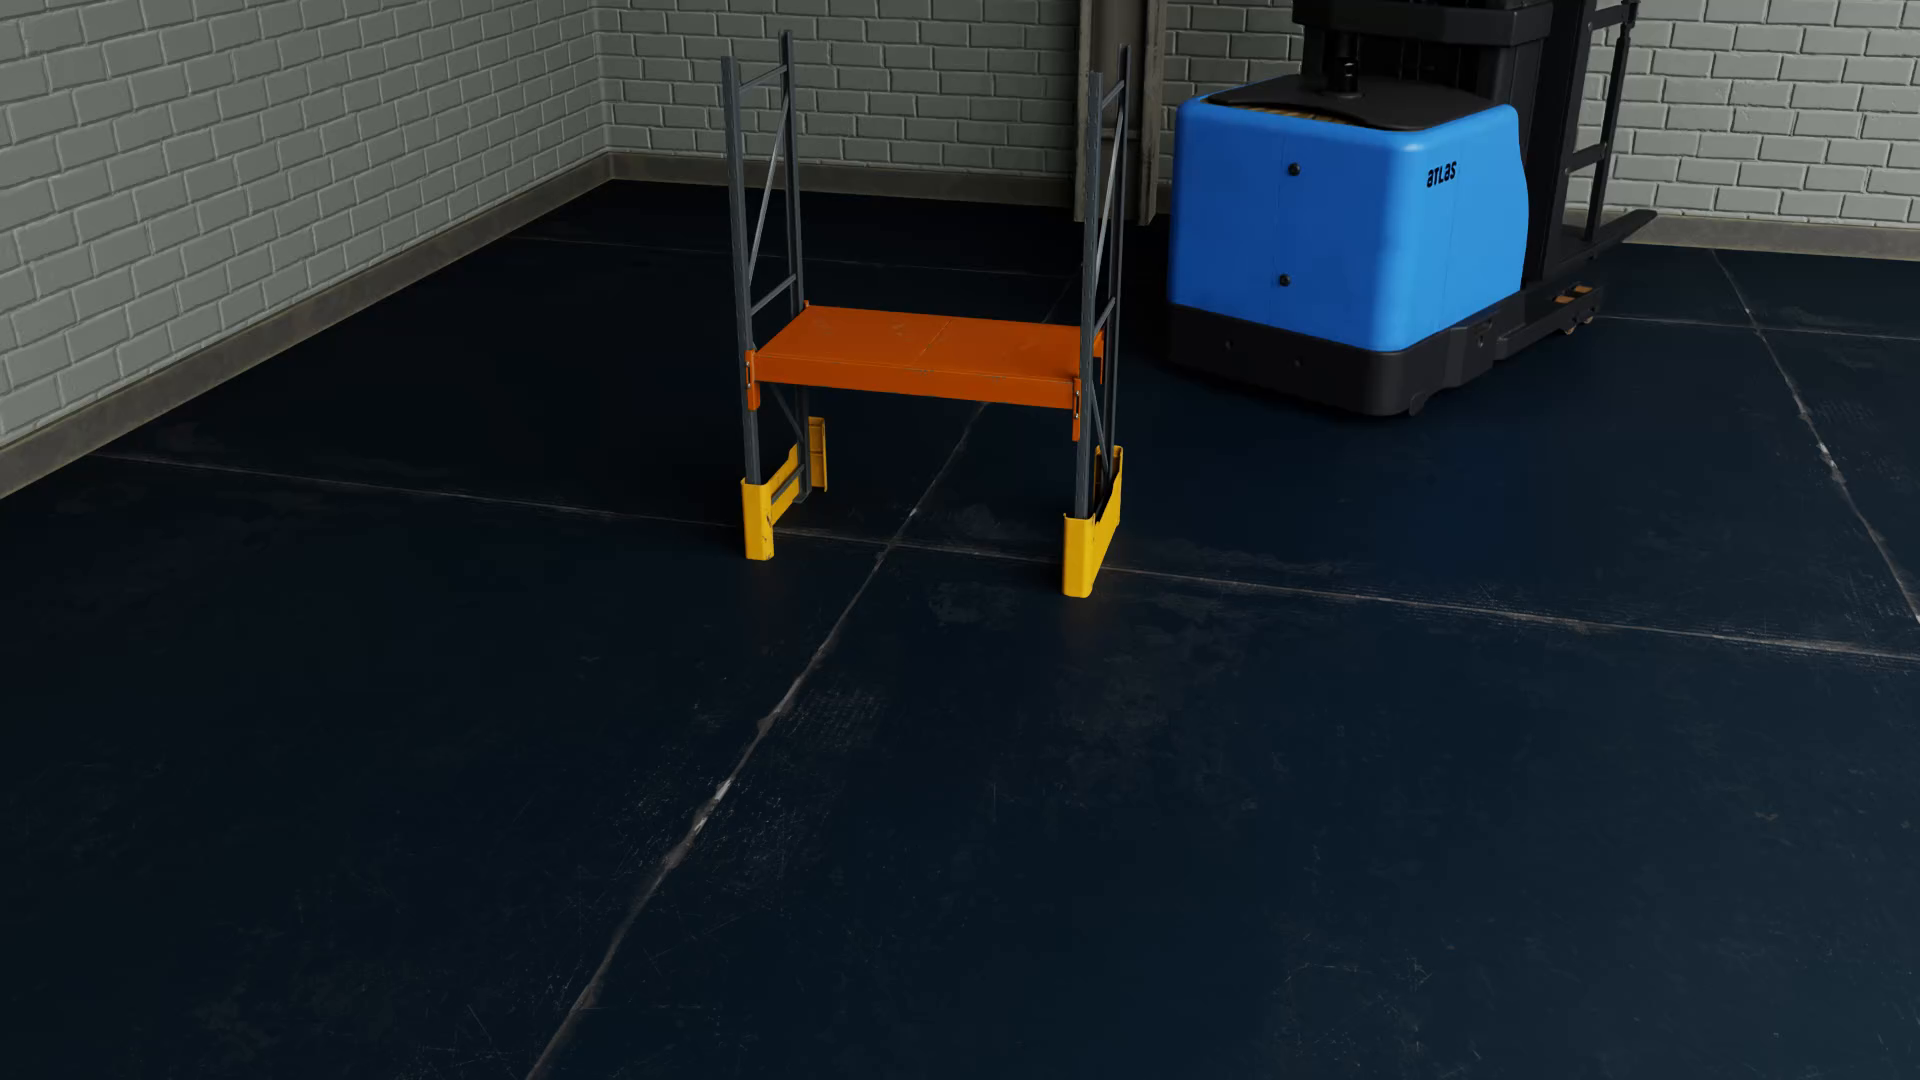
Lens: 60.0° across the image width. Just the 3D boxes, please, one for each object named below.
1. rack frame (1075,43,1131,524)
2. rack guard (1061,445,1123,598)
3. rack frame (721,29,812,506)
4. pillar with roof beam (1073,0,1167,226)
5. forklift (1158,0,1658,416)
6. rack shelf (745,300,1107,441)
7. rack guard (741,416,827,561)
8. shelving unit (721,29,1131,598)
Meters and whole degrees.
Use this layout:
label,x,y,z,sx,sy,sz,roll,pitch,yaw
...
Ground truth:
label,x,y,z,sx,sy,sz,roll,pitch,yaw
rack frame,0.410,-0.632,4.832,0.032,1.500,0.500,6,26,13
rack guard,0.408,-0.068,5.101,0.087,0.250,0.587,6,26,13
rack frame,-0.575,-0.741,5.061,0.032,1.500,0.500,6,26,13
pillar with roof beam,-0.244,-4.000,3.182,0.400,9.000,9.100,6,26,13
forklift,2.140,-2.325,6.724,1.130,2.935,3.031,21,32,37
rack shelf,-0.083,-0.524,5.024,1.000,0.185,0.538,6,26,13
rack guard,-0.556,-0.174,5.325,0.087,0.250,0.587,6,26,13
shelving unit,-0.074,-0.685,4.945,1.083,1.500,0.587,6,26,13
